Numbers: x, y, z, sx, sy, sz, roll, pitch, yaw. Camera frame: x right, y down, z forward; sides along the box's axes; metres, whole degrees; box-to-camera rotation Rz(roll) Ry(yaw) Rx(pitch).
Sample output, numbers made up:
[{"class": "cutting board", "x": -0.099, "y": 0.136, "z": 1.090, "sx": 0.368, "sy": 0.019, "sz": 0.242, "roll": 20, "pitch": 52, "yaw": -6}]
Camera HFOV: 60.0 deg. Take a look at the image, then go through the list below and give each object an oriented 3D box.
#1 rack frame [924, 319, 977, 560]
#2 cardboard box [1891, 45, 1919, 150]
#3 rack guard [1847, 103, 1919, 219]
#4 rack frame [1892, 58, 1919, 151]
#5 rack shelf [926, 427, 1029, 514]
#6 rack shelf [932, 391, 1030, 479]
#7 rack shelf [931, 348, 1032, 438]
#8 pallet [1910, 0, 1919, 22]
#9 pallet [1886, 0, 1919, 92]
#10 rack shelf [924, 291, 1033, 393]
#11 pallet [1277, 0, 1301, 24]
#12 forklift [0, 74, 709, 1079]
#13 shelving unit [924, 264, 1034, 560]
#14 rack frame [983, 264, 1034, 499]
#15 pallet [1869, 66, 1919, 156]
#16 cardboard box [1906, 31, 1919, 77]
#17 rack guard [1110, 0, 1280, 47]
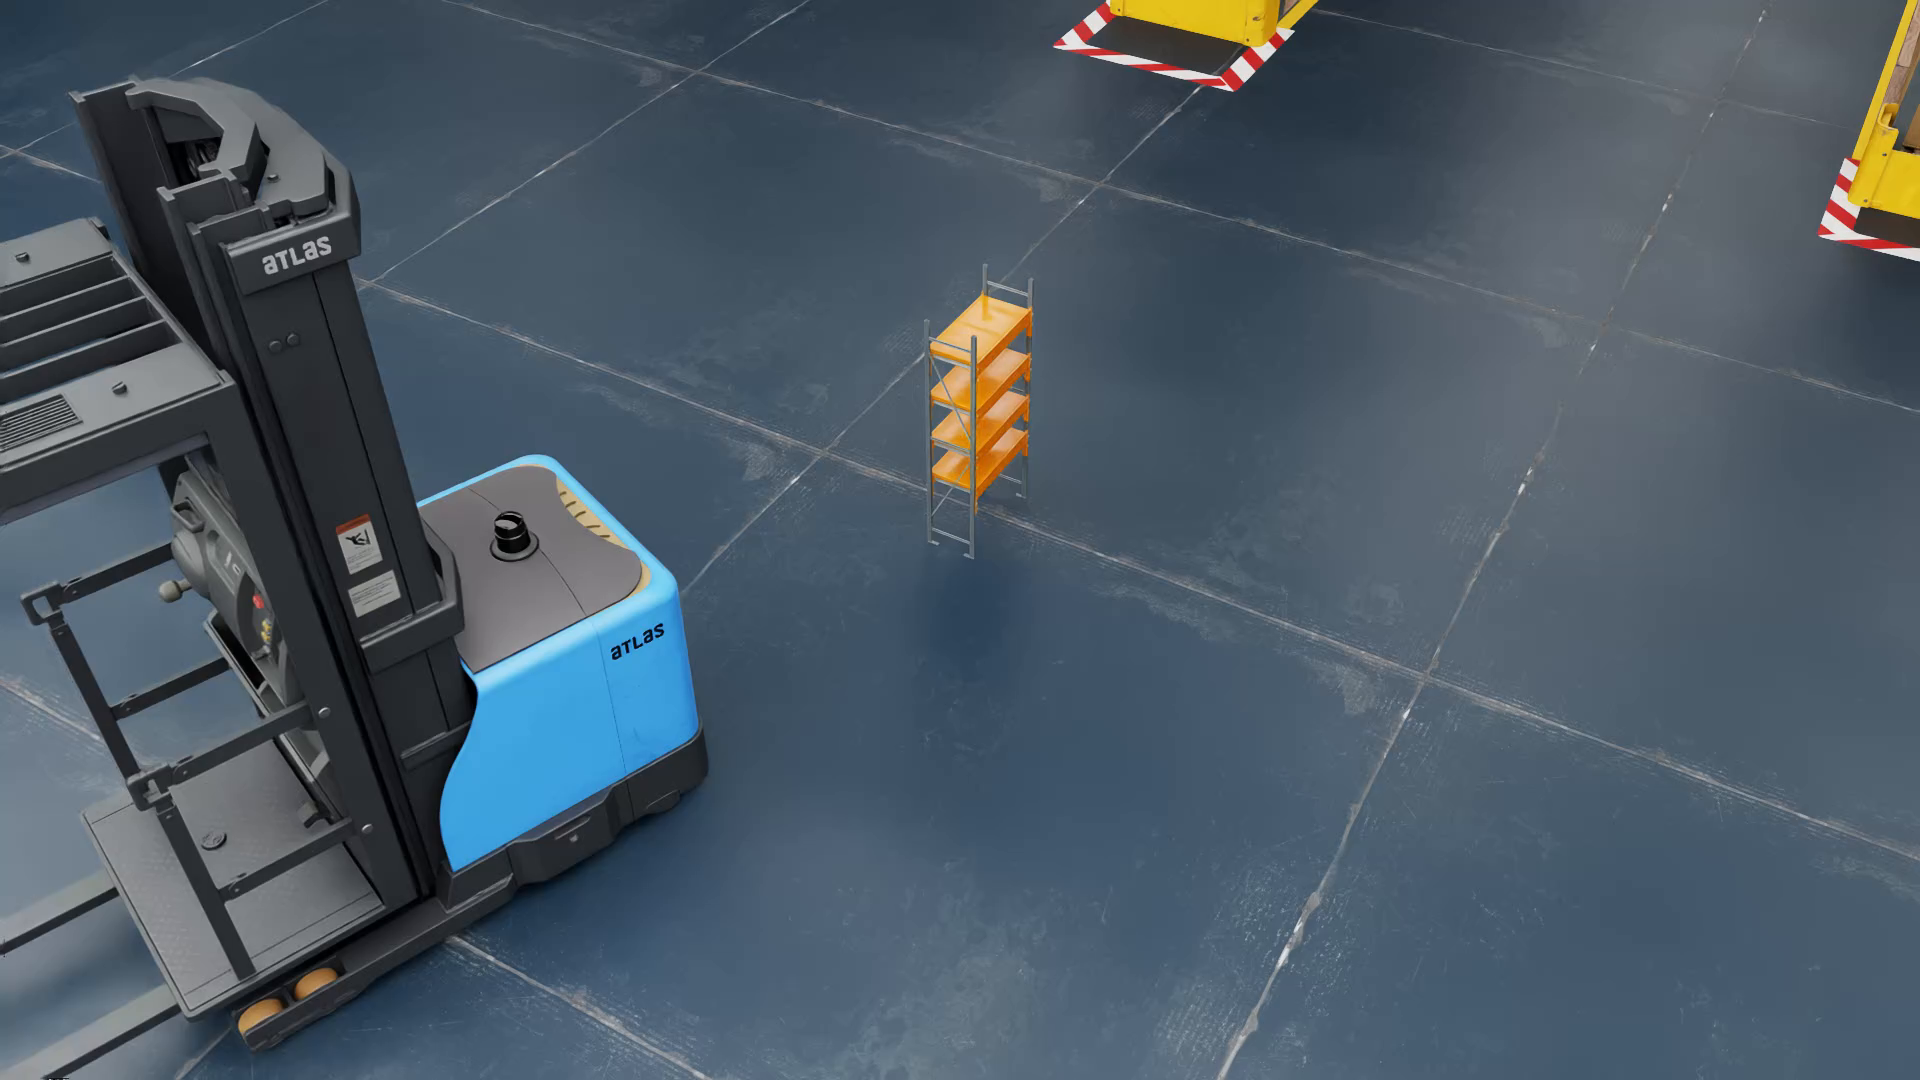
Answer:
[{"class": "rack frame", "x": -0.039, "y": -0.405, "z": 7.118, "sx": 0.240, "sy": 1.200, "sz": 0.015, "roll": 21, "pitch": 45, "yaw": 22}, {"class": "cardboard box", "x": 6.122, "y": -2.810, "z": 9.776, "sx": 0.875, "sy": 0.875, "sz": 0.875, "roll": 21, "pitch": 46, "yaw": 22}, {"class": "rack guard", "x": 5.828, "y": -2.088, "z": 9.558, "sx": 1.175, "sy": 0.500, "sz": 0.348, "roll": 21, "pitch": 45, "yaw": 22}, {"class": "rack frame", "x": 5.840, "y": -3.040, "z": 8.748, "sx": 1.000, "sy": 3.000, "sz": 0.127, "roll": 21, "pitch": 45, "yaw": 22}, {"class": "rack shelf", "x": 0.083, "y": -0.345, "z": 7.452, "sx": 0.258, "sy": 0.148, "sz": 0.480, "roll": 21, "pitch": 45, "yaw": 22}, {"class": "rack shelf", "x": 0.083, "y": -0.495, "z": 7.321, "sx": 0.258, "sy": 0.148, "sz": 0.480, "roll": 21, "pitch": 45, "yaw": 22}, {"class": "rack shelf", "x": 0.083, "y": -0.662, "z": 7.173, "sx": 0.258, "sy": 0.148, "sz": 0.480, "roll": 21, "pitch": 45, "yaw": 22}, {"class": "pallet", "x": 7.393, "y": -3.873, "z": 11.804, "sx": 1.003, "sy": 0.211, "sz": 1.213, "roll": 21, "pitch": 45, "yaw": 22}, {"class": "pallet", "x": 6.784, "y": -3.172, "z": 11.008, "sx": 1.003, "sy": 0.211, "sz": 1.213, "roll": 21, "pitch": 45, "yaw": 22}, {"class": "rack shelf", "x": 0.083, "y": -0.840, "z": 7.017, "sx": 0.258, "sy": 0.148, "sz": 0.480, "roll": 21, "pitch": 45, "yaw": 22}, {"class": "pallet", "x": 2.072, "y": -4.188, "z": 12.162, "sx": 1.003, "sy": 0.211, "sz": 1.213, "roll": 21, "pitch": 45, "yaw": 22}, {"class": "forklift", "x": -2.435, "y": 0.218, "z": 5.101, "sx": 3.031, "sy": 2.935, "sz": 1.130, "roll": -28, "pitch": 49, "yaw": -28}, {"class": "shelving unit", "x": 0.083, "y": -0.545, "z": 7.277, "sx": 0.258, "sy": 1.200, "sz": 0.503, "roll": 21, "pitch": 45, "yaw": 22}, {"class": "rack frame", "x": 0.205, "y": -0.685, "z": 7.435, "sx": 0.240, "sy": 1.200, "sz": 0.015, "roll": 21, "pitch": 45, "yaw": 22}, {"class": "pallet", "x": 6.172, "y": -2.477, "z": 10.218, "sx": 1.003, "sy": 0.211, "sz": 1.213, "roll": 21, "pitch": 45, "yaw": 22}, {"class": "cardboard box", "x": 6.561, "y": -3.314, "z": 10.349, "sx": 0.875, "sy": 0.875, "sz": 0.875, "roll": 20, "pitch": 45, "yaw": 21}, {"class": "rack guard", "x": 1.634, "y": -3.843, "z": 11.551, "sx": 1.175, "sy": 0.500, "sz": 0.348, "roll": 21, "pitch": 45, "yaw": 22}]
